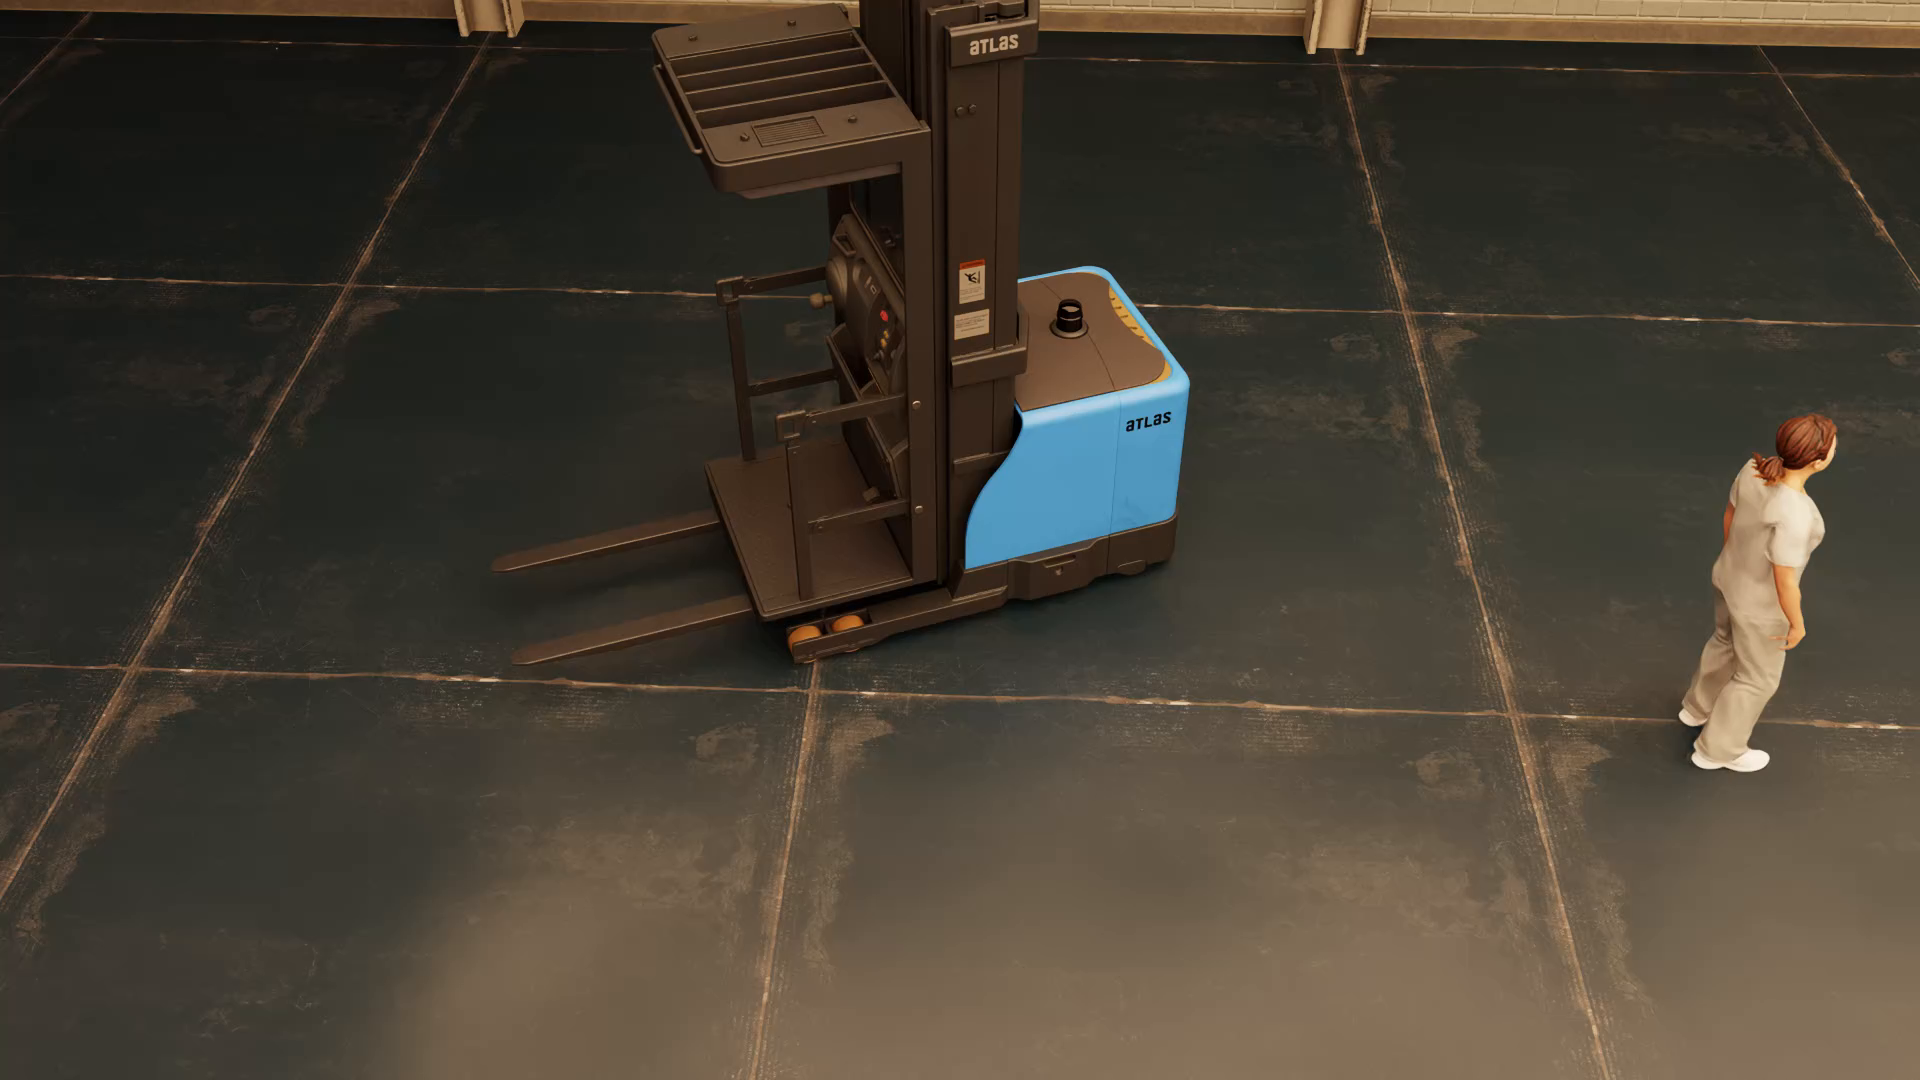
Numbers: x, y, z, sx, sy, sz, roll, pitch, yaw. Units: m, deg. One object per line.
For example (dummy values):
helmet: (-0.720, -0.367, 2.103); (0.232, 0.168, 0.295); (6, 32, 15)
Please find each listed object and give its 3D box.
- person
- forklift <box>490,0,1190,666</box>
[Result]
person: (3.122, 0.207, 6.463); (0.479, 1.690, 0.522); (-2, 42, -3)
forklift: (-0.573, -0.945, 6.778); (3.031, 2.935, 1.130); (-13, 44, -14)
